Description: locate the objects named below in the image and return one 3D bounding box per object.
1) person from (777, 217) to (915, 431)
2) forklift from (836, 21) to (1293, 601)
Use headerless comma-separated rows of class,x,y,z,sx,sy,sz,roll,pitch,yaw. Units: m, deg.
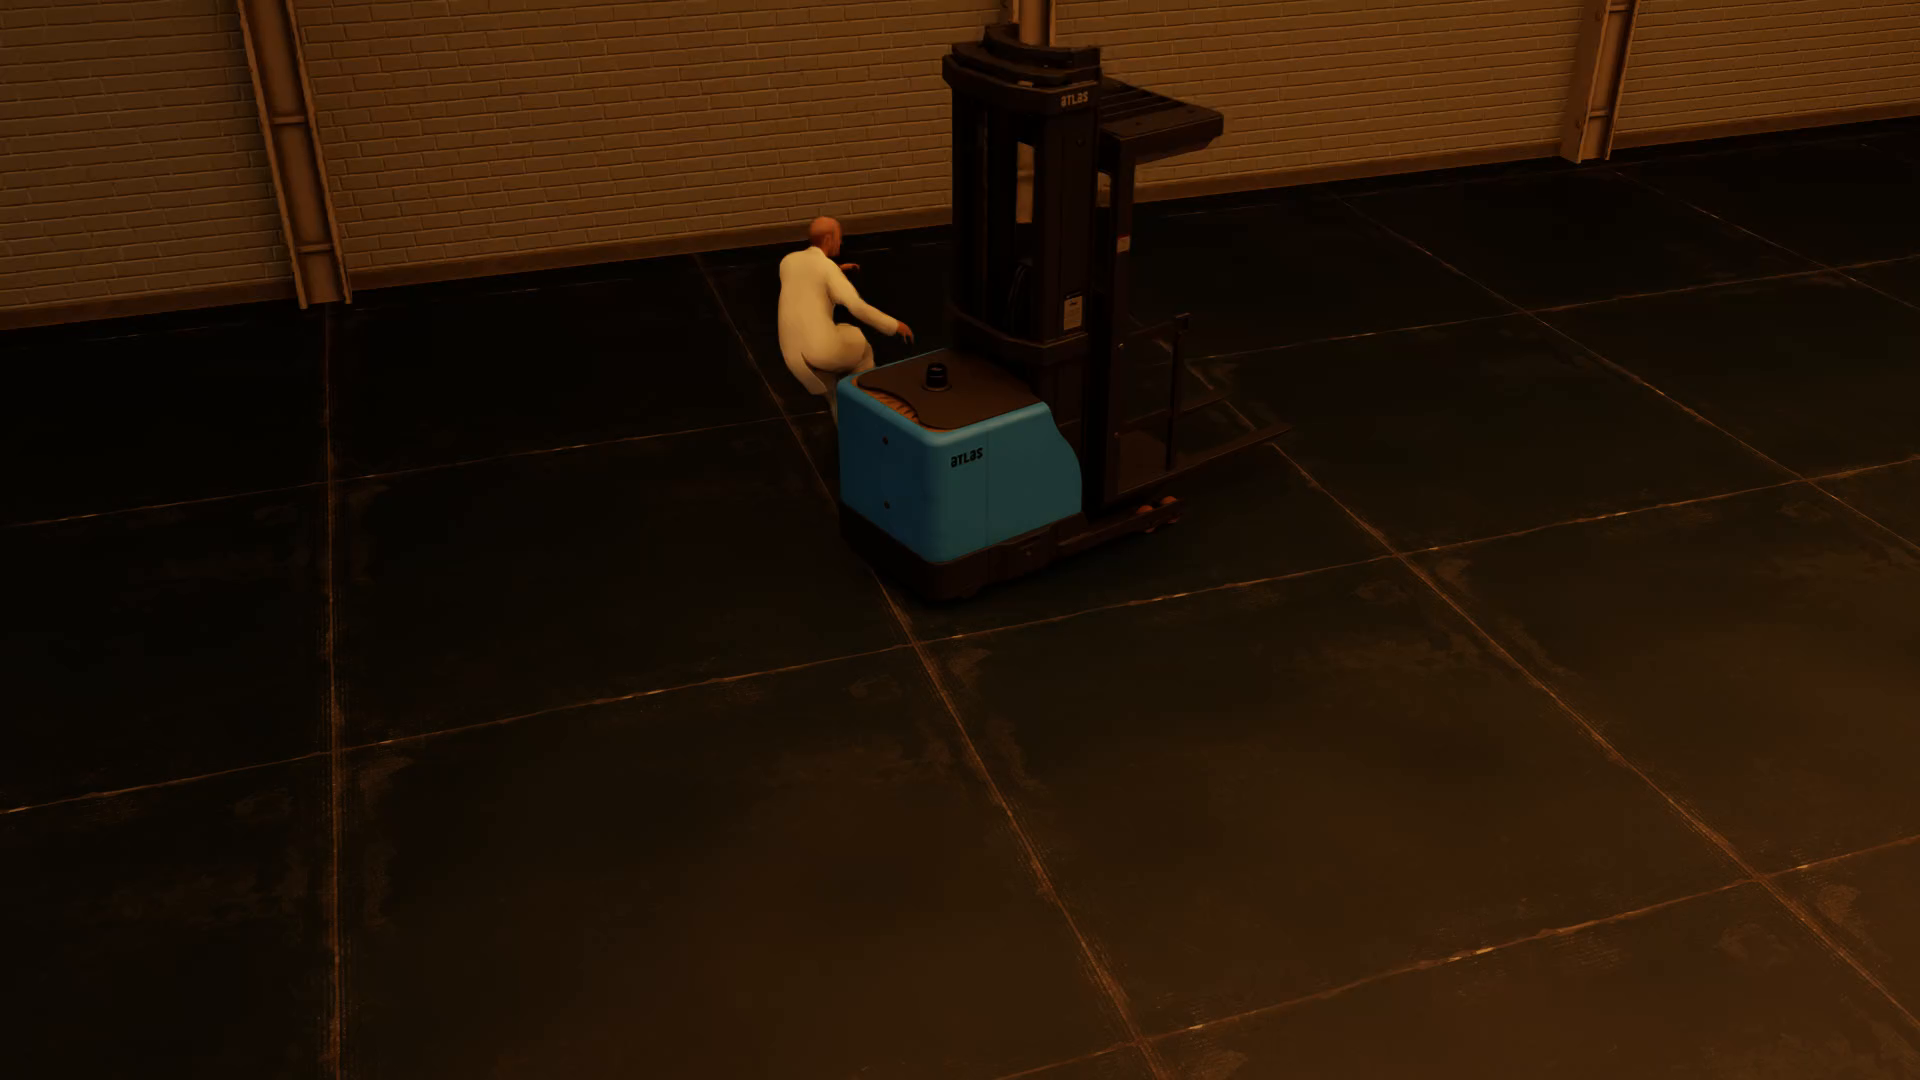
person,-0.751,-1.316,10.790,1.033,1.539,0.908,13,32,21
forklift,0.766,-1.504,9.702,3.031,2.935,1.130,-20,36,-31
